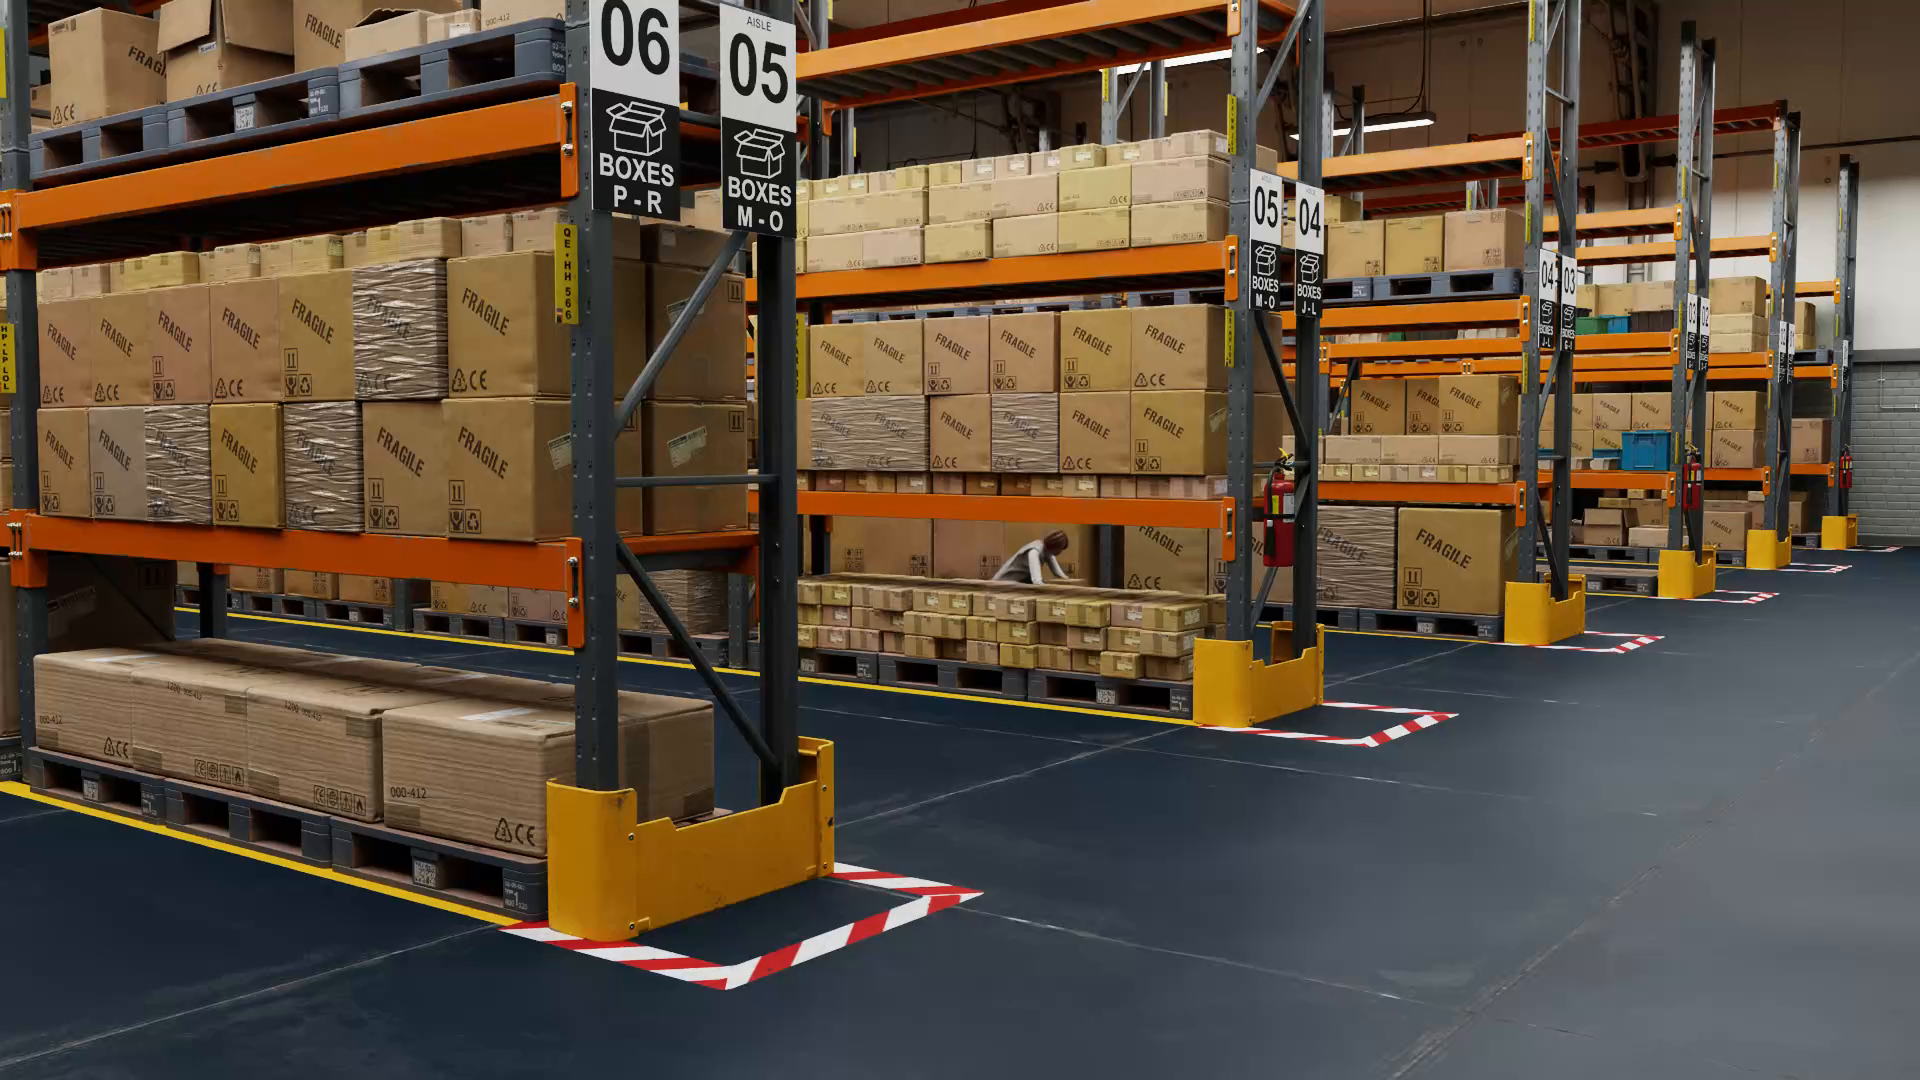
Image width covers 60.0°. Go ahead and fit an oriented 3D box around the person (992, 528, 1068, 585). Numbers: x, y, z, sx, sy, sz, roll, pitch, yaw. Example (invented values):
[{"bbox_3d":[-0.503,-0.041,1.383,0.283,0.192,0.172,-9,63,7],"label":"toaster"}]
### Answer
[{"bbox_3d":[0.646,0.341,14.613,0.799,0.899,0.440,2,4,36],"label":"person"}]
